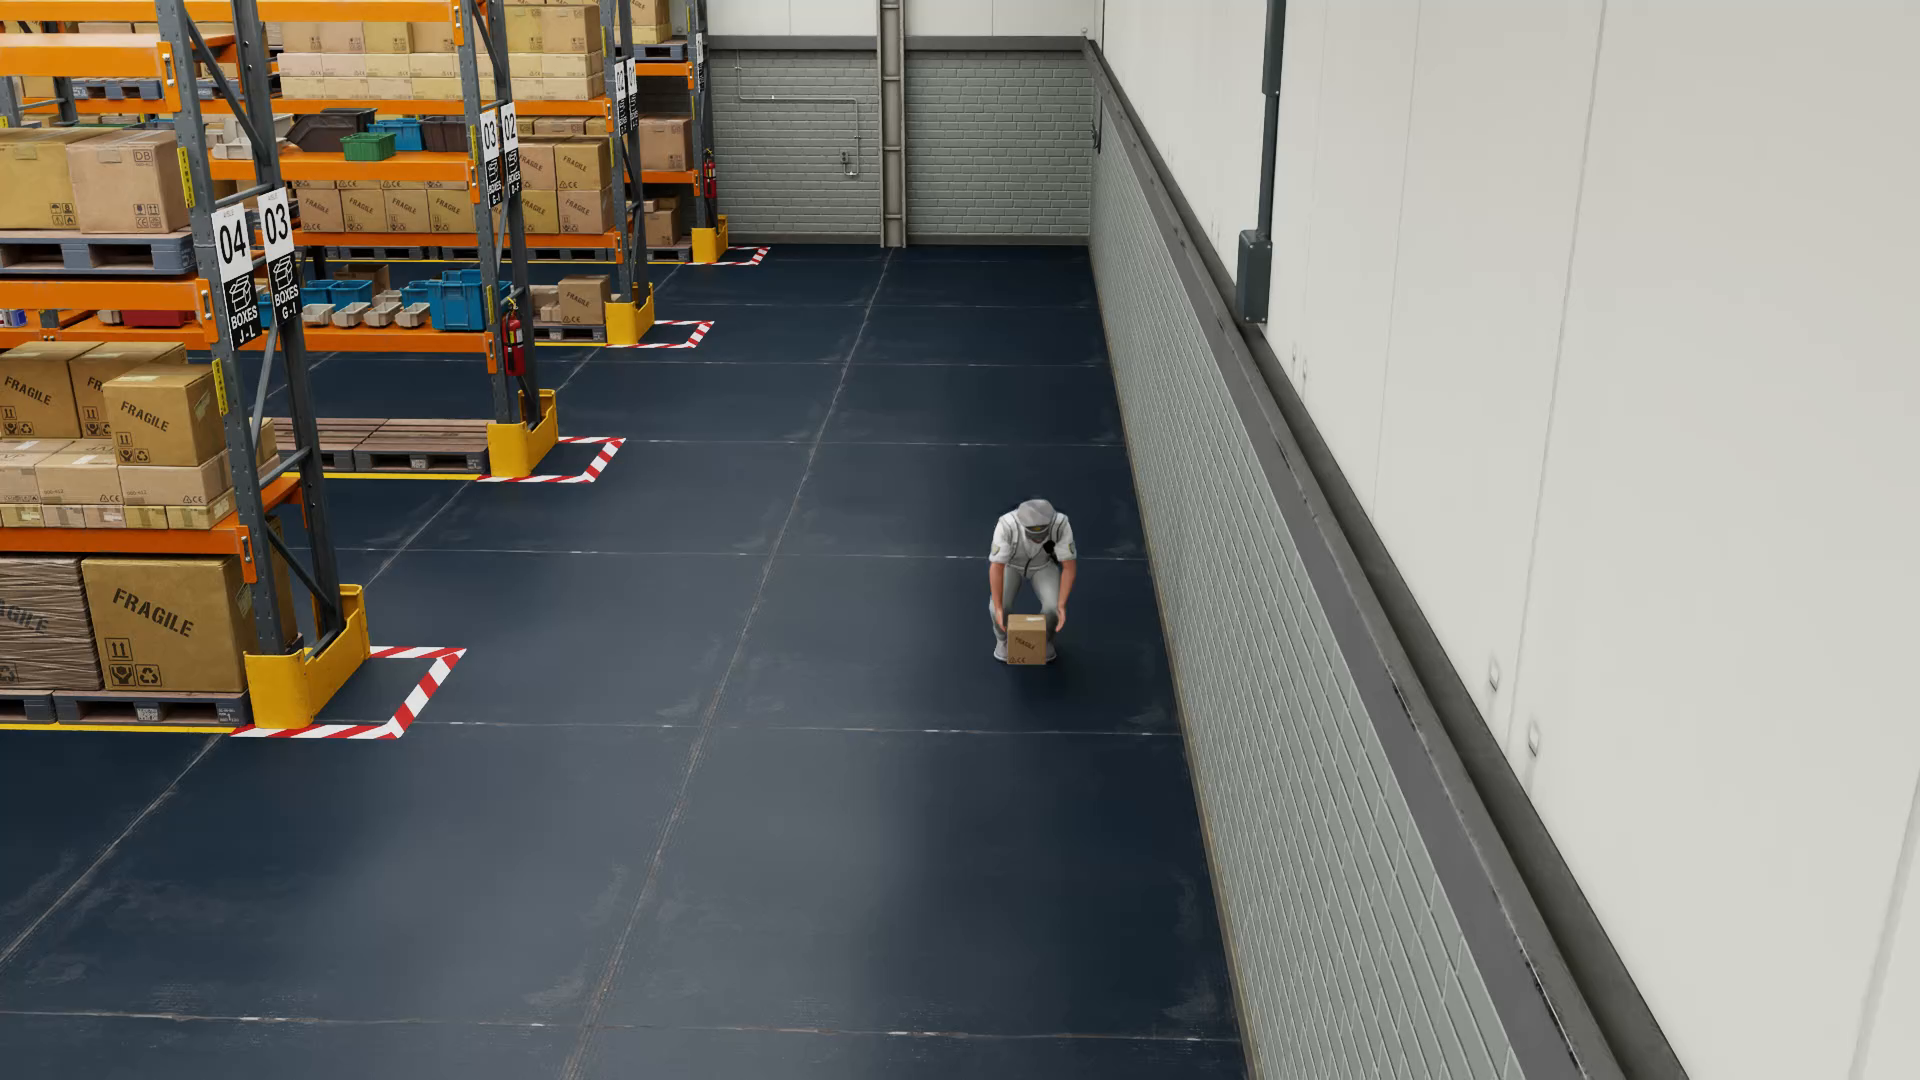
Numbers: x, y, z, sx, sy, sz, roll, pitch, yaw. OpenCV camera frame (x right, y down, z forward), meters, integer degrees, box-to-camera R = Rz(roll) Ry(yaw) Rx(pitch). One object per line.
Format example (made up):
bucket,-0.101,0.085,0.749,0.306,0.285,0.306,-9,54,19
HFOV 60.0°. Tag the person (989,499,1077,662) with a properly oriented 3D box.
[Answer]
person,0.486,0.236,11.174,0.581,1.242,0.882,1,21,2
